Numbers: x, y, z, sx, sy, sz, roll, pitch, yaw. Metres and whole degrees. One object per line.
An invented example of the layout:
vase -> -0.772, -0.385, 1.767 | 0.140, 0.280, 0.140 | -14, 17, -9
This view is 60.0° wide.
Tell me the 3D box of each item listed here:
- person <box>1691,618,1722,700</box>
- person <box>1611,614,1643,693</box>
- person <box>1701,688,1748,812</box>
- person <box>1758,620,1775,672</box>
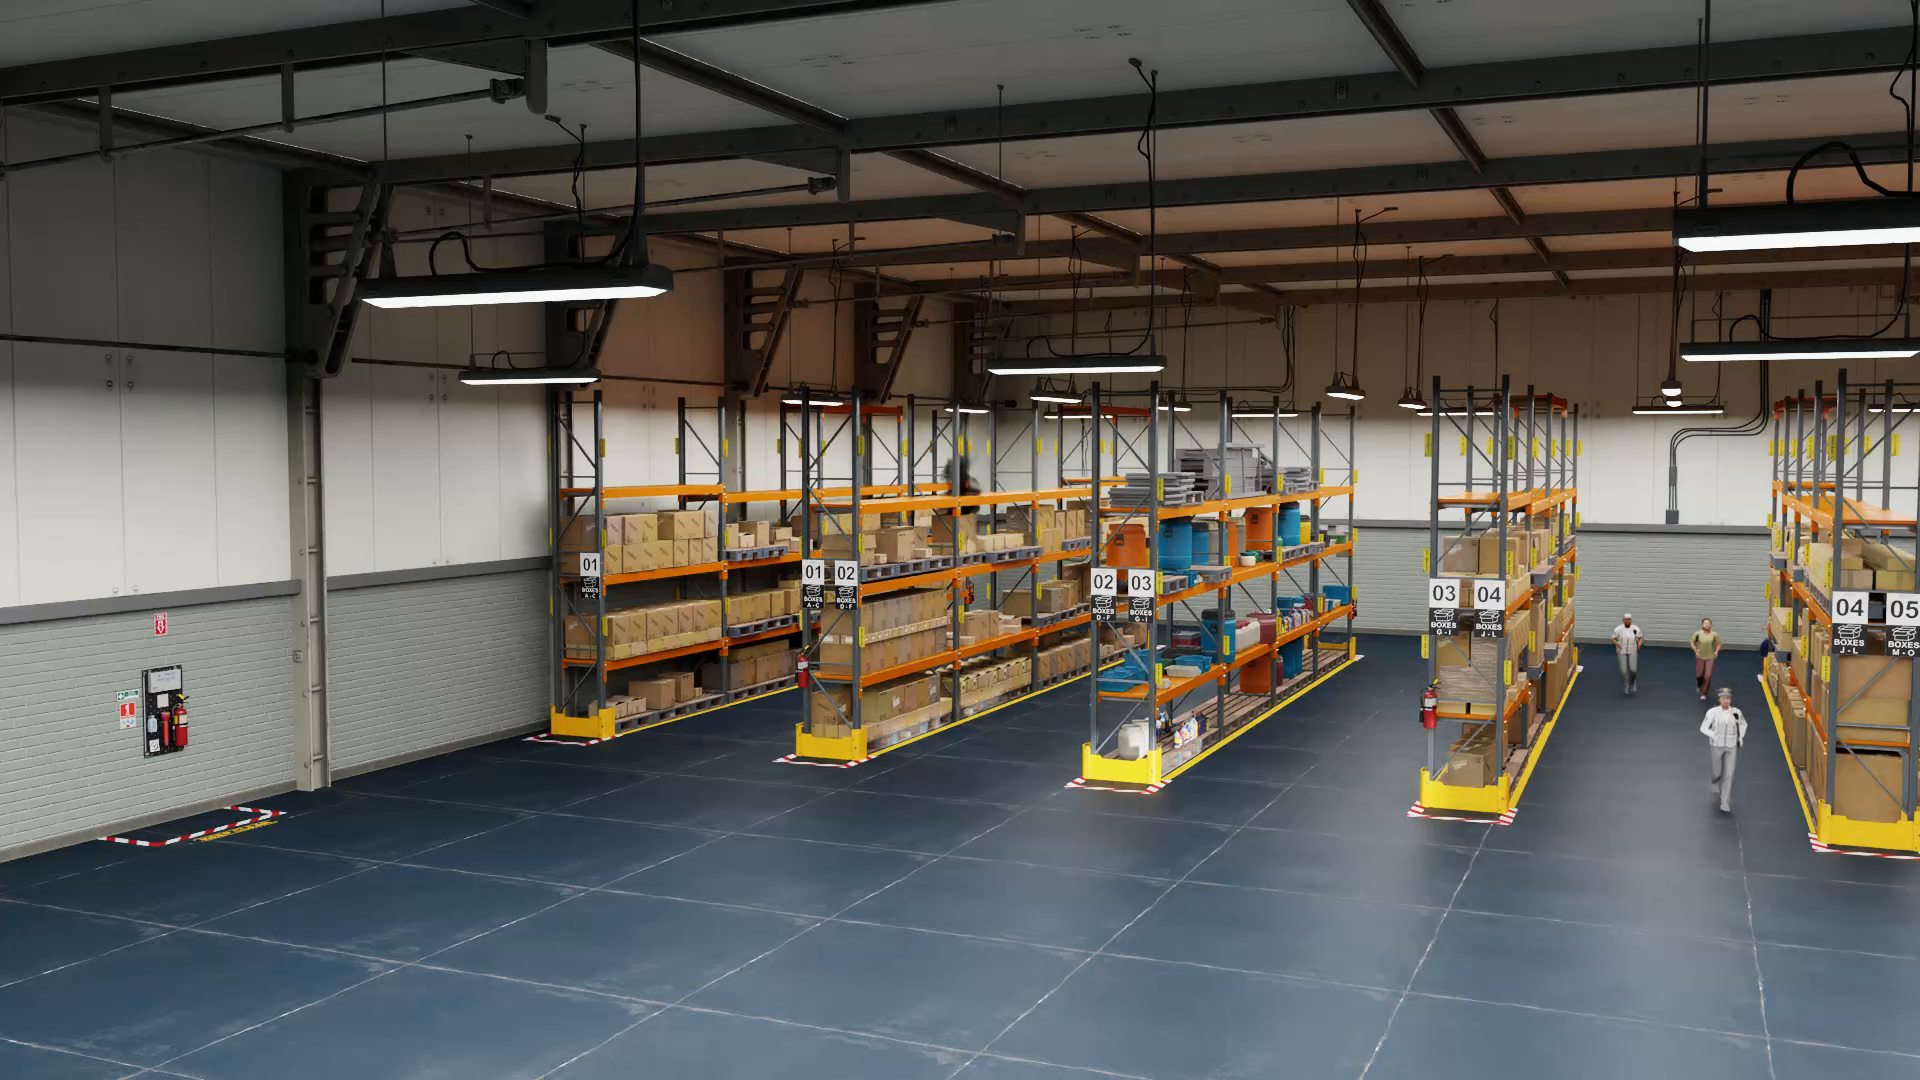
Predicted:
person -> 14.859, 2.358, 33.129 | 0.566, 1.624, 0.546 | 1, 3, 21
person -> 13.585, 2.311, 33.870 | 0.603, 1.628, 0.573 | 1, 3, 22
person -> 10.625, 2.877, 23.106 | 0.618, 1.664, 0.890 | 1, 3, 17
person -> 18.098, 2.203, 36.967 | 0.685, 1.623, 0.654 | 2, 4, 32
